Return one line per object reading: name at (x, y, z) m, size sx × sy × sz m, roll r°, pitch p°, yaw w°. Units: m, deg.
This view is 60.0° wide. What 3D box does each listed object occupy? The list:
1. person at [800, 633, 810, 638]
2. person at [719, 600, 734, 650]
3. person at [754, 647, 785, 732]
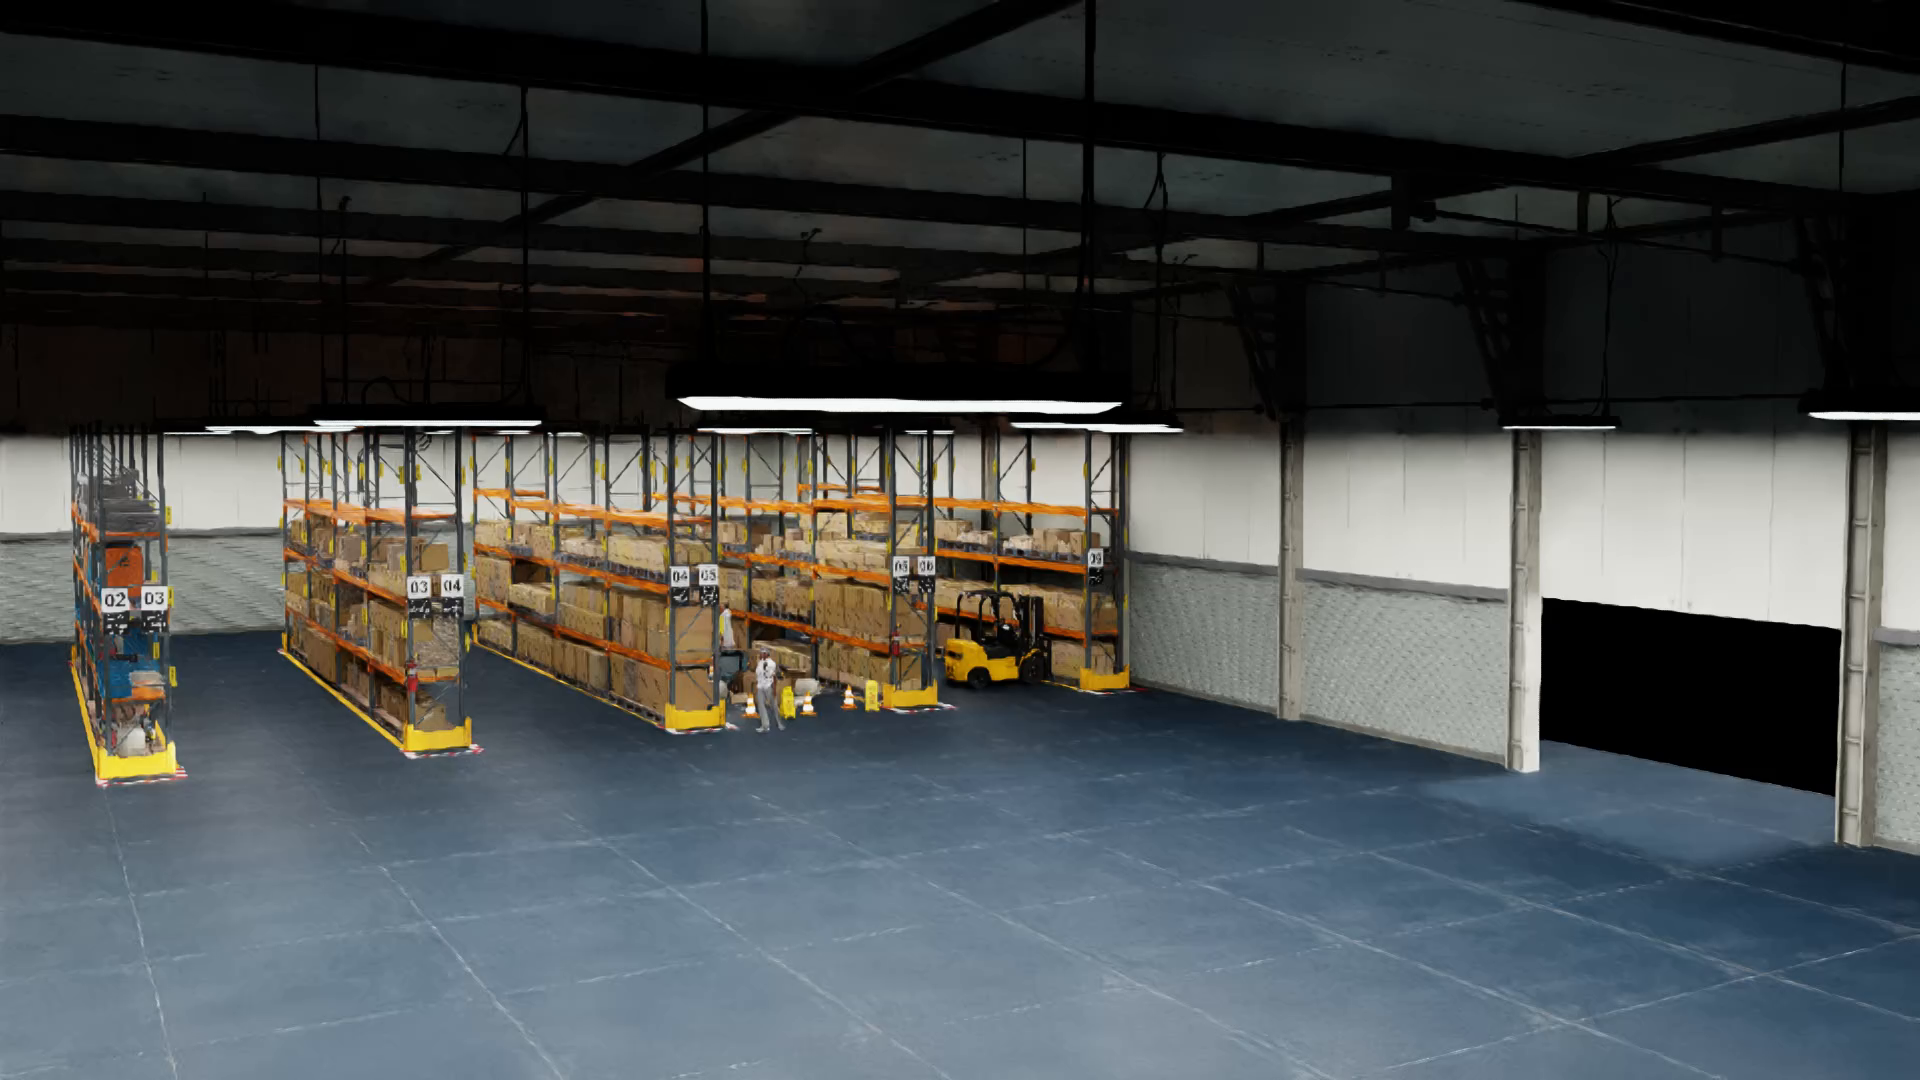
person at (-4.270, 2.016, 47.104) m, size 0.536 × 1.563 × 0.530 m, roll 0°, pitch 4°, yaw -4°
person at (-5.706, 2.329, 40.290) m, size 0.662 × 1.771 × 0.658 m, roll 0°, pitch 4°, yaw 1°
person at (-3.734, 2.894, 32.456) m, size 0.552 × 1.667 × 0.543 m, roll 3°, pitch 4°, yaw 37°
